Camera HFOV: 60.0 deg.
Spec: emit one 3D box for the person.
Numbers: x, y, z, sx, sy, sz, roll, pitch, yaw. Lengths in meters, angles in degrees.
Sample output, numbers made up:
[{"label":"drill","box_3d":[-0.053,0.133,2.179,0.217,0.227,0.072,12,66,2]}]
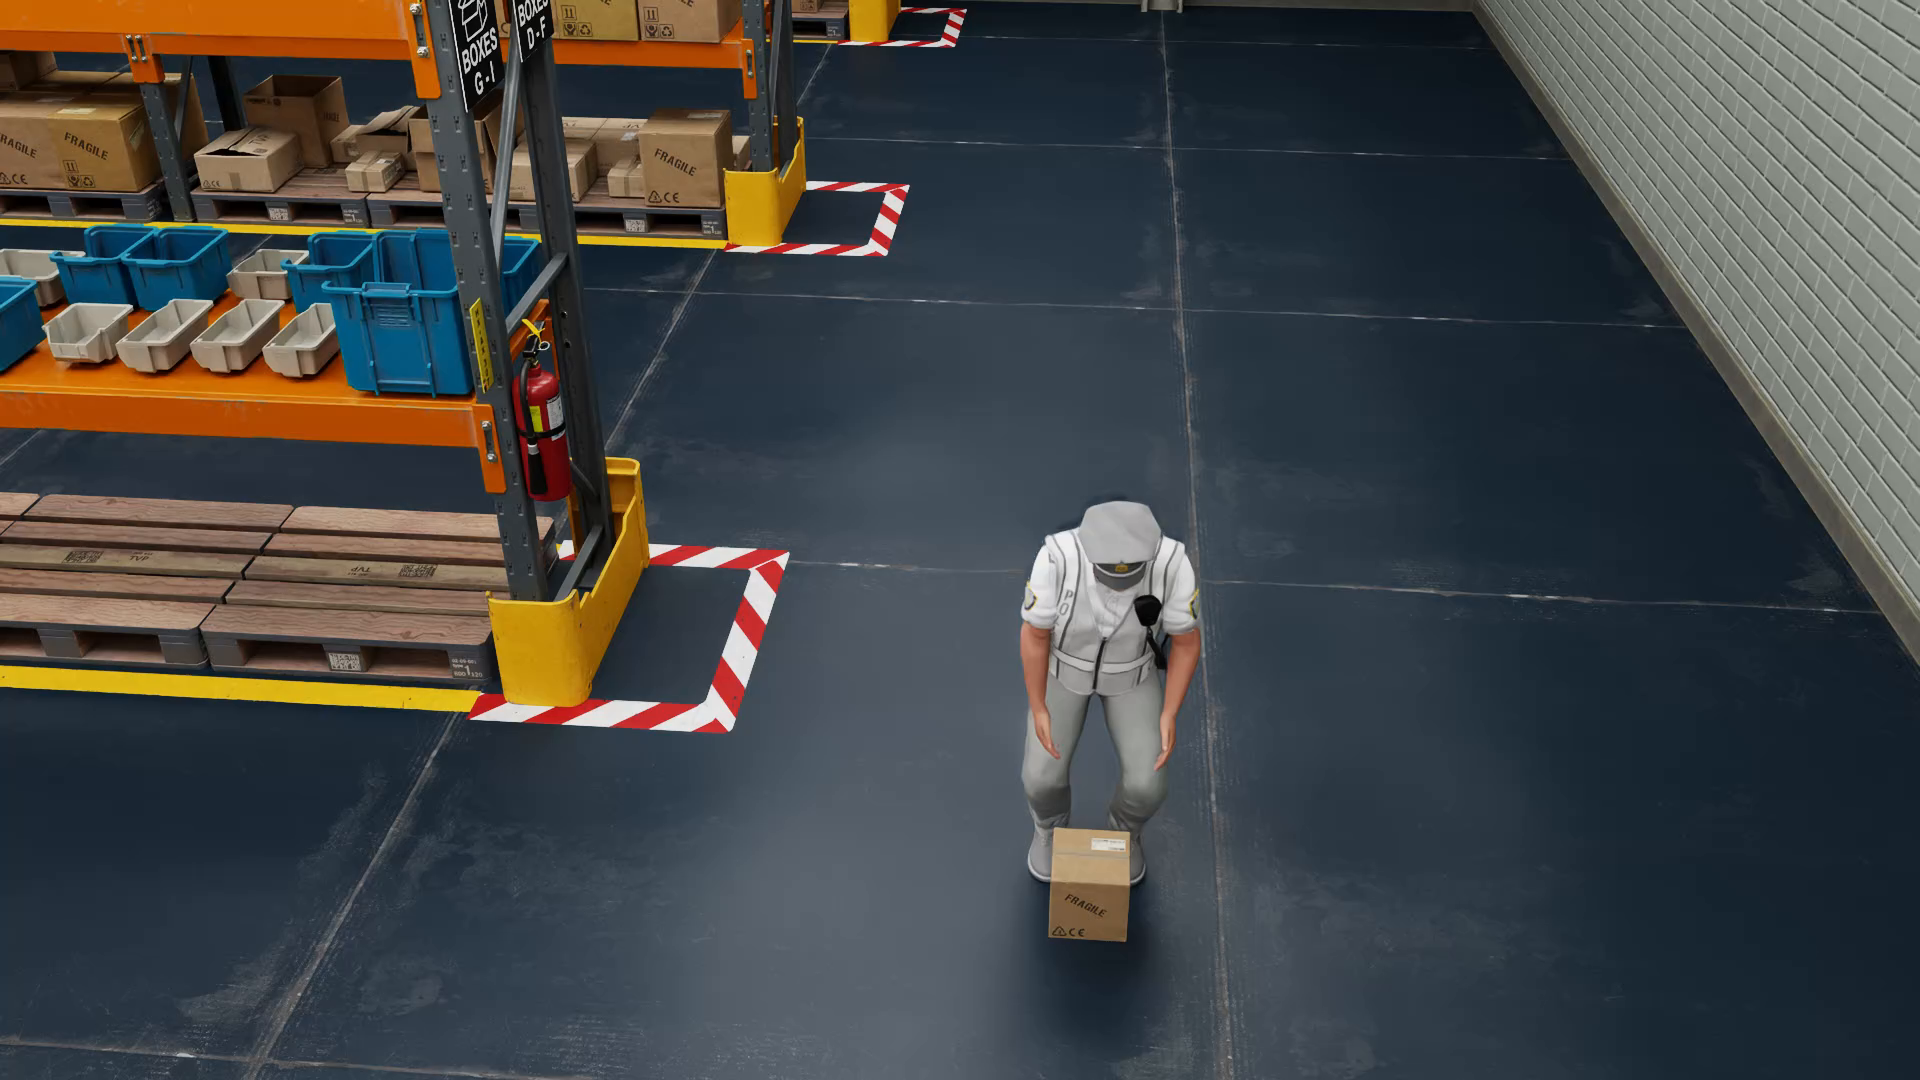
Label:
[{"label":"person","box_3d":[0.490,0.486,5.527,0.584,1.572,0.682,3,32,5]}]
